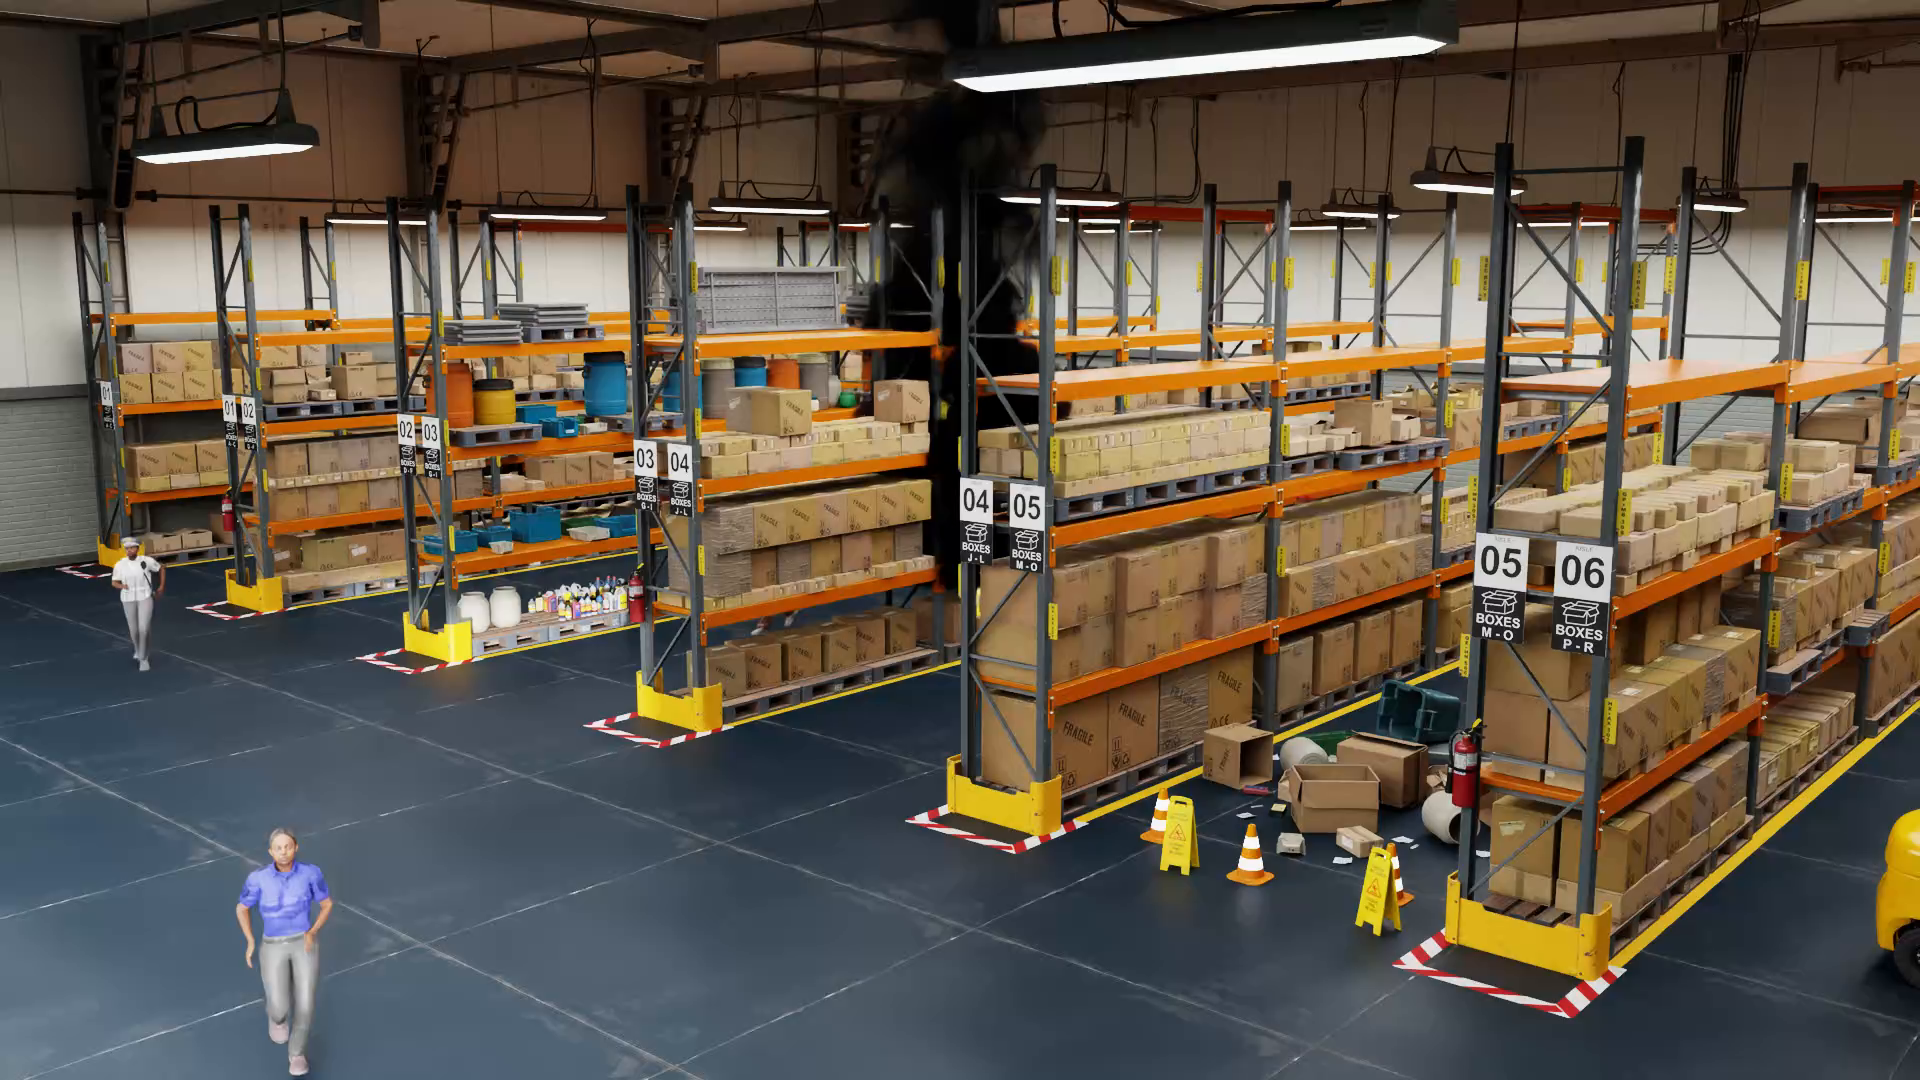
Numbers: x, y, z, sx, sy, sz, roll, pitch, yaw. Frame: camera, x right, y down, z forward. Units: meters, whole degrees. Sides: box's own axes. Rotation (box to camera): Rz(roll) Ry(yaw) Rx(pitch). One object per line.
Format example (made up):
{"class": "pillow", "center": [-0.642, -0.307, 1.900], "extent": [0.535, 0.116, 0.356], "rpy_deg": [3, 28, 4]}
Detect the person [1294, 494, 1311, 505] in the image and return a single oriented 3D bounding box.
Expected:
{"class": "person", "center": [4.615, 0.232, 22.751], "extent": [0.641, 1.821, 0.696], "rpy_deg": [7, 12, 35]}

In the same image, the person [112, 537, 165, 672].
{"class": "person", "center": [-10.591, 0.812, 21.456], "extent": [0.582, 1.725, 0.779], "rpy_deg": [-3, 10, -16]}

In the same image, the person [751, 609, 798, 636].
{"class": "person", "center": [-2.452, 0.409, 22.019], "extent": [0.592, 1.639, 0.884], "rpy_deg": [8, 12, 40]}

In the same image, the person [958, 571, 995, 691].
{"class": "person", "center": [0.282, 1.128, 17.565], "extent": [0.700, 1.776, 0.576], "rpy_deg": [8, 12, 39]}

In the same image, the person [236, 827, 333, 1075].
{"class": "person", "center": [-4.308, 2.643, 10.672], "extent": [0.575, 1.593, 0.559], "rpy_deg": [-4, 10, -25]}
